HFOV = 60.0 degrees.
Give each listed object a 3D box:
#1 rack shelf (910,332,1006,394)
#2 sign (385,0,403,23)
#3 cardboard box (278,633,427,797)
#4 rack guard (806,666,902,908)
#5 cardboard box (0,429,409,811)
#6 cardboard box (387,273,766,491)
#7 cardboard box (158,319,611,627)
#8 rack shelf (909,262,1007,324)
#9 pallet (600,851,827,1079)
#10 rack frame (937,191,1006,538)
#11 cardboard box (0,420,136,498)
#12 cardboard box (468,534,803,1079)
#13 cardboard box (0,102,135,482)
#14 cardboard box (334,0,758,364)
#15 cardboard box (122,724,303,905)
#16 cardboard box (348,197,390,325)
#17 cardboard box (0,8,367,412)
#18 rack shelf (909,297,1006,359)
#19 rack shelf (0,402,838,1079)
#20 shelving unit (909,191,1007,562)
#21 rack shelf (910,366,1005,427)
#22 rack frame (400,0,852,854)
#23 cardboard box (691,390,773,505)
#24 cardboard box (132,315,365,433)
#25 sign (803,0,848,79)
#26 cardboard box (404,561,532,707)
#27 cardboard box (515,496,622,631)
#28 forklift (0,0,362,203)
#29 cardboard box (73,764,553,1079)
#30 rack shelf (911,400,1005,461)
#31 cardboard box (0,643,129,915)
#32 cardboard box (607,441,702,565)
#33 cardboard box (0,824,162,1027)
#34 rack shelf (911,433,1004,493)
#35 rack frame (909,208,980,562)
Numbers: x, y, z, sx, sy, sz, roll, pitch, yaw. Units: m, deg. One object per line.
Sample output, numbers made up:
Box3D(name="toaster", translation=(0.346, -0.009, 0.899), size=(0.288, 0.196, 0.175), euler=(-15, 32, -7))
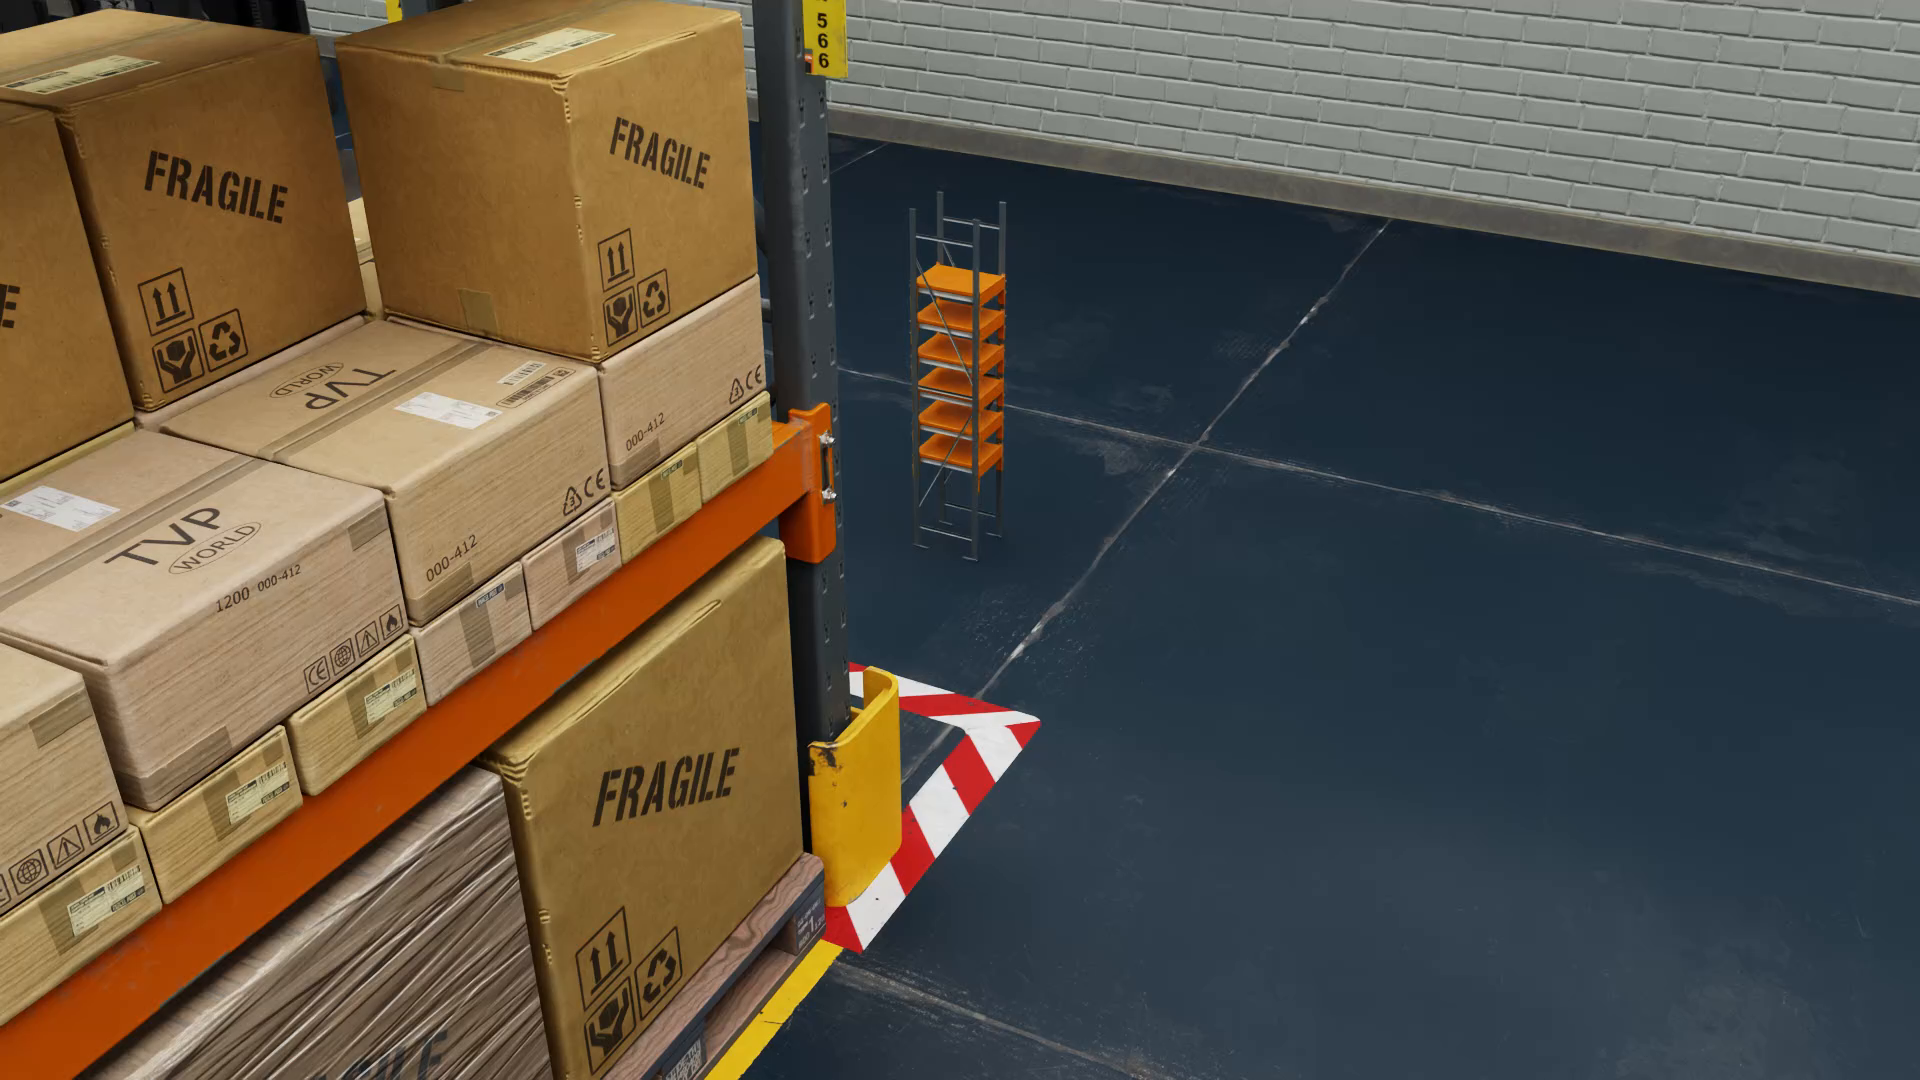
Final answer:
Box3D(name="rack shelf", translation=(-0.007, -0.579, 5.402), size=(0.258, 0.103, 0.180), euler=(14, 33, 23))
Box3D(name="sign", translation=(-1.231, -1.108, 3.718), size=(0.100, 0.325, 0.005), euler=(14, 33, 23))
Box3D(name="cardboard box", translation=(-1.072, 0.225, 2.598), size=(0.380, 0.149, 0.250), euler=(14, 33, 22))
Box3D(name="rack guard", translation=(-0.728, 0.504, 4.371), size=(1.175, 0.500, 0.348), euler=(14, 33, 23))
Box3D(name="cardboard box", translation=(-1.187, 0.092, 2.430), size=(0.500, 0.250, 0.500), euler=(13, 32, 22))
Box3D(name="cardboard box", translation=(-0.724, -0.359, 3.214), size=(0.500, 0.250, 0.500), euler=(14, 33, 23))
Box3D(name="cardboard box", translation=(-0.955, -0.134, 2.823), size=(0.500, 0.250, 0.500), euler=(14, 33, 22))
Box3D(name="rack shelf", translation=(-0.007, -0.788, 5.283), size=(0.258, 0.103, 0.180), euler=(14, 33, 23))
Box3D(name="pallet", translation=(-1.034, 1.012, 3.776), size=(1.003, 0.211, 1.213), euler=(14, 33, 23))
Box3D(name="rack frame", translation=(0.035, -0.554, 5.511), size=(0.240, 1.200, 0.006), euler=(14, 33, 23))
Box3D(name="cardboard box", translation=(-1.661, -0.028, 2.639), size=(0.500, 0.250, 0.500), euler=(13, 32, 22))
Box3D(name="cardboard box", translation=(-0.960, 0.471, 3.629), size=(0.875, 0.875, 0.875), euler=(14, 33, 23))
Box3D(name="cardboard box", translation=(-1.657, -0.355, 2.454), size=(0.500, 0.500, 0.500), euler=(13, 32, 22))
Box3D(name="cardboard box", translation=(-0.727, -0.683, 3.026), size=(0.500, 0.500, 0.500), euler=(15, 33, 24))
Box3D(name="cardboard box", translation=(-1.190, 0.340, 2.398), size=(0.380, 0.149, 0.250), euler=(14, 33, 23))
Box3D(name="cardboard box", translation=(-1.198, -0.482, 3.429), size=(0.500, 0.250, 0.500), euler=(13, 32, 22))
Box3D(name="cardboard box", translation=(-1.426, -0.586, 2.857), size=(0.500, 0.500, 0.500), euler=(13, 33, 22))
Box3D(name="rack shelf", translation=(-0.007, -0.683, 5.343), size=(0.258, 0.103, 0.180), euler=(14, 33, 23))
Box3D(name="rack shelf", translation=(-1.650, 0.629, 2.365), size=(1.077, 0.370, 4.000), euler=(14, 33, 23))
Box3D(name="shelving unit", translation=(-0.007, -0.514, 5.440), size=(0.258, 1.200, 0.189), euler=(14, 33, 23))
Box3D(name="rack shelf", translation=(-0.007, -0.475, 5.462), size=(0.258, 0.103, 0.180), euler=(14, 33, 23))
Box3D(name="rack frame", translation=(-0.739, -0.570, 3.730), size=(1.000, 3.000, 0.127), euler=(14, 33, 23))
Box3D(name="cardboard box", translation=(-0.608, -0.228, 3.387), size=(0.380, 0.149, 0.250), euler=(15, 33, 24))
Box3D(name="cardboard box", translation=(-1.429, -0.250, 3.025), size=(0.500, 0.250, 0.500), euler=(14, 33, 23))
Box3D(name="sign", translation=(-0.262, -1.045, 3.157), size=(0.100, 0.325, 0.005), euler=(14, 33, 23))
Box3D(name="cardboard box", translation=(-0.956, 0.109, 2.800), size=(0.380, 0.149, 0.250), euler=(15, 33, 24))
Box3D(name="cardboard box", translation=(-0.841, -0.001, 2.992), size=(0.380, 0.149, 0.250), euler=(14, 33, 23))
Box3D(name="forklift", translation=(-2.999, -1.559, 5.521), size=(3.031, 2.935, 1.130), euler=(2, 30, 3))
Box3D(name="cardboard box", translation=(-1.374, 0.875, 2.926), size=(0.875, 0.875, 0.875), euler=(14, 33, 23))
Box3D(name="rack shelf", translation=(-0.007, -0.371, 5.522), size=(0.258, 0.103, 0.180), euler=(14, 33, 23))
Box3D(name="cardboard box", translation=(-1.421, 0.324, 2.026), size=(0.500, 0.250, 0.500), euler=(14, 33, 23))
Box3D(name="cardboard box", translation=(-0.725, -0.113, 3.186), size=(0.380, 0.149, 0.250), euler=(15, 33, 24))
Box3D(name="cardboard box", translation=(-1.305, 0.449, 2.207), size=(0.380, 0.149, 0.250), euler=(15, 33, 24))
Box3D(name="rack shelf", translation=(-0.007, -0.267, 5.582), size=(0.258, 0.103, 0.180), euler=(14, 33, 23))
Box3D(name="rack frame", translation=(-0.048, -0.473, 5.369), size=(0.240, 1.200, 0.006), euler=(14, 33, 23))
